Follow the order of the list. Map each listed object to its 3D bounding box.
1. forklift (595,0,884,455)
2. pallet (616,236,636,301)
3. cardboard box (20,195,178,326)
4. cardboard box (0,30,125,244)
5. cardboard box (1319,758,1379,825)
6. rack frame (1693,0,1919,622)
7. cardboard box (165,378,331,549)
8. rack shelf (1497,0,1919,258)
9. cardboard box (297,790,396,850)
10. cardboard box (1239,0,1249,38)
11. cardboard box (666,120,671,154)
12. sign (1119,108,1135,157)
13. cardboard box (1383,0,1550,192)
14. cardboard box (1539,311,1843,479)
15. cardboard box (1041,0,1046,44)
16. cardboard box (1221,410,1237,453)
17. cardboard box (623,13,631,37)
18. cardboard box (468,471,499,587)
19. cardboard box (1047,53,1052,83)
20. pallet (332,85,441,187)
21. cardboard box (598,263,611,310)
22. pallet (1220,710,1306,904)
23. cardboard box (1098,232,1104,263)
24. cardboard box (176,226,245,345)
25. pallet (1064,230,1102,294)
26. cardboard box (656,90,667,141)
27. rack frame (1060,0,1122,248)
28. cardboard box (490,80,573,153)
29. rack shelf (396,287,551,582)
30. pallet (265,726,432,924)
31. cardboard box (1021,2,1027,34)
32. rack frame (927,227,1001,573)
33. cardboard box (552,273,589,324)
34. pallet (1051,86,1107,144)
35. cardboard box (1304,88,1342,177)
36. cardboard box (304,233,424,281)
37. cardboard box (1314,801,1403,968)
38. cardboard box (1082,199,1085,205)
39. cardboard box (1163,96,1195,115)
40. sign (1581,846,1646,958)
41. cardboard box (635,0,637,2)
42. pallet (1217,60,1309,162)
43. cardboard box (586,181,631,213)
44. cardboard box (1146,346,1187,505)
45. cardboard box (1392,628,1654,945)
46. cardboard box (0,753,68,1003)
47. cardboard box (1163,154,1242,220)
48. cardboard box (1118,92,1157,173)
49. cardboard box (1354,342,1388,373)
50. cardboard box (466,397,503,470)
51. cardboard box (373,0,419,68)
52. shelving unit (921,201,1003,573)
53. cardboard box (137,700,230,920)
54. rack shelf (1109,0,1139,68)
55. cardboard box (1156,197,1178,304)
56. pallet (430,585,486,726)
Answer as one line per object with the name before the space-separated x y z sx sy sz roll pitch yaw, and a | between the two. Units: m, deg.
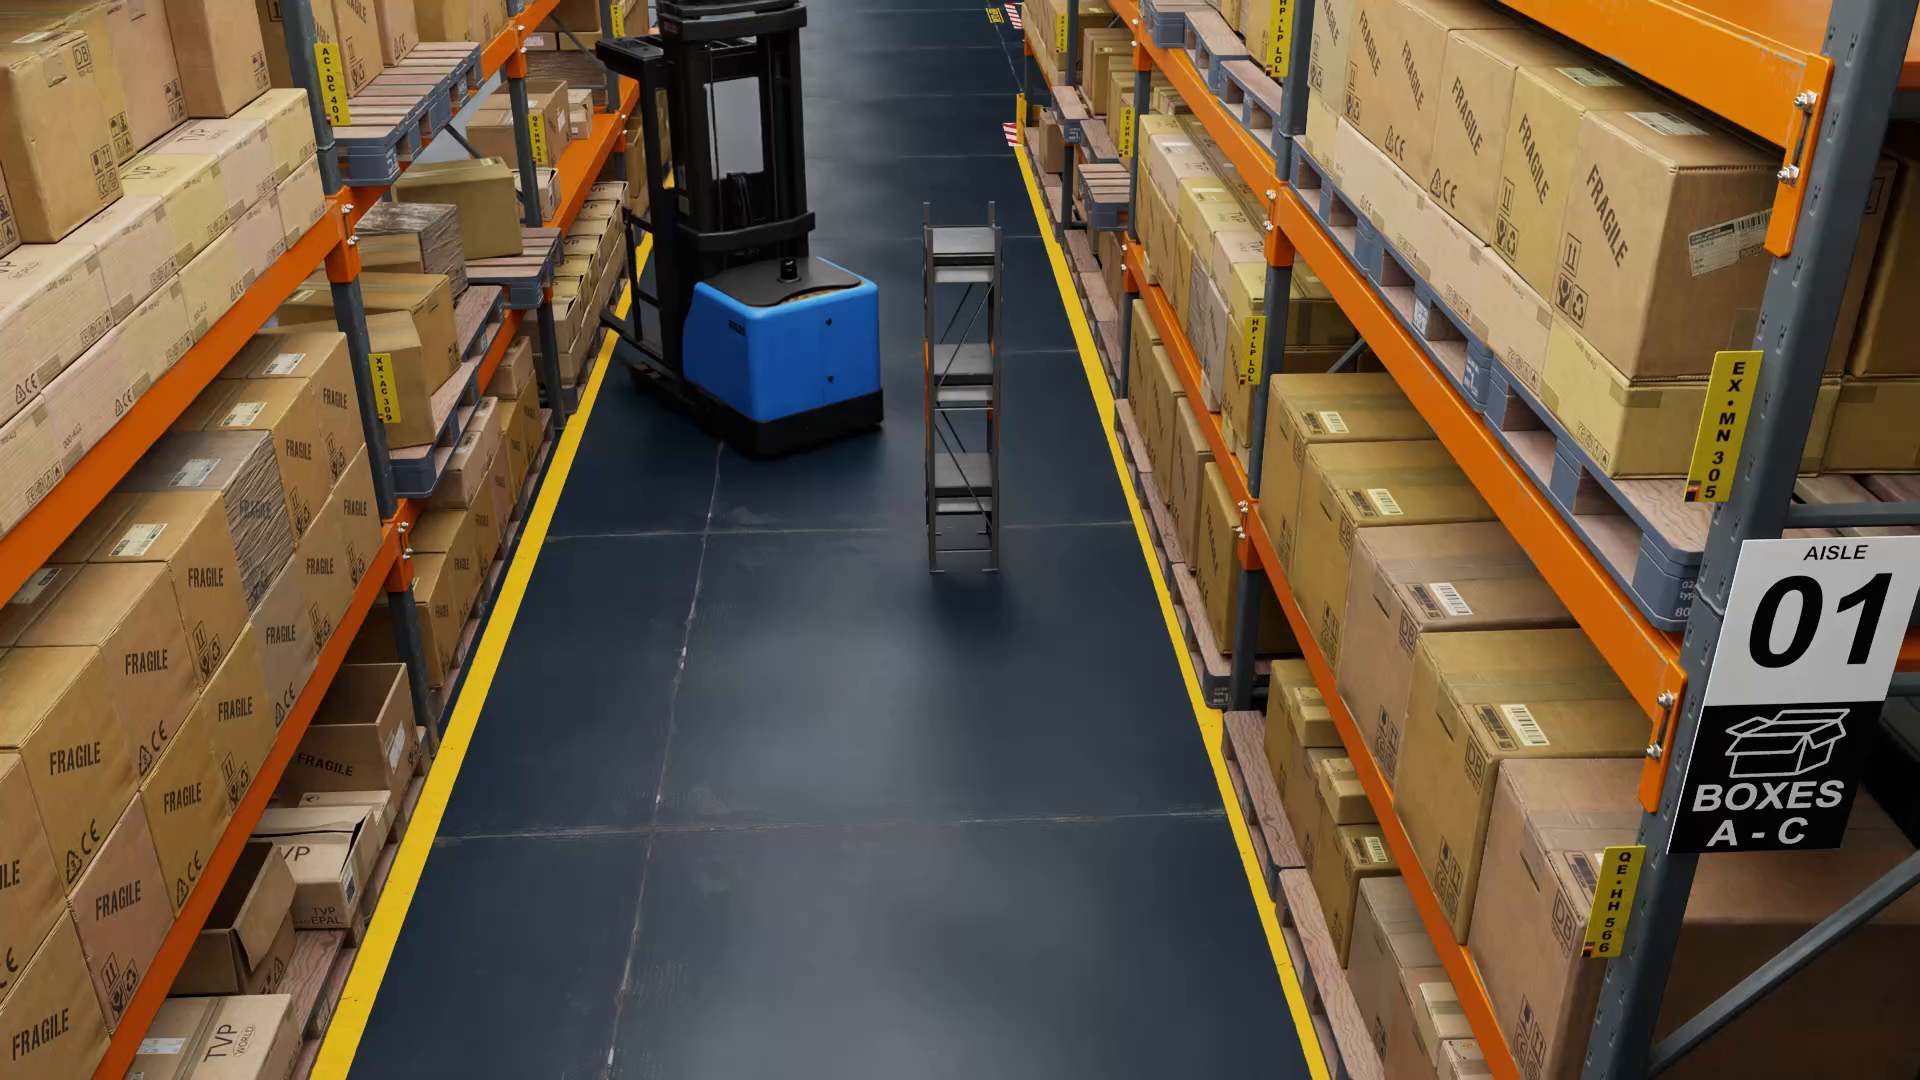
forklift | -1.818 -2.497 11.868 1.130 2.935 3.031 -19 33 -32
pallet | -3.428 -2.387 14.599 1.003 0.211 1.213 -1 28 -3
cardboard box | -2.720 -0.843 5.000 0.500 0.250 0.500 -1 28 -3
cardboard box | -2.930 -1.170 4.817 0.700 0.500 0.500 -1 28 -3
cardboard box | 1.659 0.996 6.644 0.380 0.149 0.250 -2 28 -4
rack frame | 2.068 -1.202 2.824 1.000 3.000 0.127 -1 28 -3
cardboard box | -2.774 -0.292 6.377 0.500 0.500 0.500 -2 28 -4
rack shelf | 1.963 -1.630 4.854 1.077 0.370 4.000 -1 28 -3
cardboard box | -2.695 1.229 7.258 0.380 0.149 0.250 -1 28 -3
cardboard box | 1.867 -2.856 8.656 0.700 0.500 0.500 -1 28 -3
cardboard box | -3.353 -4.306 17.781 0.500 0.250 0.500 -1 28 -3
sign | 1.108 -2.698 11.012 0.100 0.325 0.005 -1 28 -3
cardboard box | 1.680 -1.415 5.265 0.500 0.500 0.500 -1 28 -2
cardboard box | 1.764 -0.368 4.069 0.500 0.250 0.500 -1 28 -1
cardboard box | 1.060 -5.033 15.986 0.500 0.500 0.500 -2 28 -4
cardboard box | 1.522 -0.552 8.315 0.380 0.149 0.250 -1 28 -2
cardboard box | -3.619 -4.924 16.338 0.700 0.500 0.500 -1 28 -1
cardboard box | -2.927 -0.061 9.351 0.500 0.500 0.500 -1 28 -2
cardboard box | 1.096 -4.468 15.714 0.500 0.250 0.500 -1 28 -2
pallet | -3.052 -1.818 7.451 1.213 0.211 1.003 -1 28 -3
cardboard box | -3.118 -2.040 13.438 0.500 0.250 0.500 -1 28 -2
pallet | 1.820 1.200 7.721 1.003 0.211 1.213 -1 28 -3
cardboard box | 1.573 -2.594 14.207 0.700 0.500 0.500 -2 28 -4
cardboard box | -2.747 -0.852 5.558 0.500 0.250 0.500 -1 28 -3
pallet | 1.483 -2.488 14.792 1.003 0.211 1.213 -1 28 -3
cardboard box | -3.323 -4.408 17.166 0.500 0.500 0.500 -1 28 -3
rack frame | 1.441 -4.084 14.837 1.000 3.000 0.127 -1 28 -3
cardboard box | -3.454 -3.409 13.434 0.500 0.500 0.500 1 28 1
rack shelf | -3.192 -0.873 9.458 1.077 0.370 4.000 -1 28 -3
pallet | -3.053 1.285 7.558 1.003 0.211 1.213 -1 28 -3
cardboard box | 0.941 -5.641 17.962 0.500 0.250 0.500 -2 28 -4
rack frame | 0.021 -0.742 9.402 0.400 2.100 0.015 -1 28 -3
cardboard box | -3.067 -1.823 12.414 0.500 0.311 0.500 -2 28 -4
pallet | 1.336 -3.643 14.198 1.003 0.211 1.213 -1 28 -3
cardboard box | 1.632 -1.558 6.350 0.500 0.250 0.500 -1 28 -3
cardboard box | -3.242 -1.313 8.962 0.700 0.500 0.500 -8 29 -16
cardboard box | 1.843 1.349 6.668 0.700 0.500 0.500 -1 28 -1
cardboard box | 1.383 -3.269 15.863 0.380 0.166 0.250 -5 28 -9
cardboard box | 1.602 -2.922 11.324 0.380 0.149 0.250 -5 28 -9
sign | 1.525 0.846 3.876 0.100 0.325 0.005 -1 28 -3
cardboard box | -3.451 -5.494 16.730 0.380 0.149 0.250 -1 28 -1
pallet | 1.762 -2.057 7.913 0.805 0.209 1.217 -2 28 -5
cardboard box | -3.198 -2.998 14.668 0.500 0.311 0.500 -1 28 -3
cardboard box | 1.597 -0.722 10.262 0.750 0.750 0.750 -2 28 -3
cardboard box | 1.982 0.754 5.237 0.980 0.700 0.700 -2 28 -3
cardboard box | -2.639 0.880 4.130 0.500 0.500 0.500 -1 28 -1
cardboard box | 1.475 -2.060 9.693 0.500 0.250 0.500 -1 28 -2
cardboard box | 1.559 -2.951 12.080 0.700 0.500 0.500 -4 28 -7
cardboard box | 2.086 -0.793 8.076 0.500 0.500 0.500 -2 28 -4
cardboard box | -2.949 -0.610 9.593 0.500 0.250 0.500 -2 28 -4
cardboard box | -3.113 -2.723 8.314 0.600 0.600 0.600 -2 28 -5
shelving unit | 0.009 -0.855 9.618 0.431 2.100 0.503 -1 28 -3
cardboard box | -2.695 0.853 5.262 0.500 0.500 0.500 -1 28 -3
rack shelf | 1.545 -4.172 12.539 1.077 0.370 4.000 -1 28 -3
cardboard box | 1.463 -1.720 9.853 0.500 0.500 0.500 -2 28 -3
pallet | -3.168 0.593 8.884 1.003 0.211 1.213 -1 28 -3
